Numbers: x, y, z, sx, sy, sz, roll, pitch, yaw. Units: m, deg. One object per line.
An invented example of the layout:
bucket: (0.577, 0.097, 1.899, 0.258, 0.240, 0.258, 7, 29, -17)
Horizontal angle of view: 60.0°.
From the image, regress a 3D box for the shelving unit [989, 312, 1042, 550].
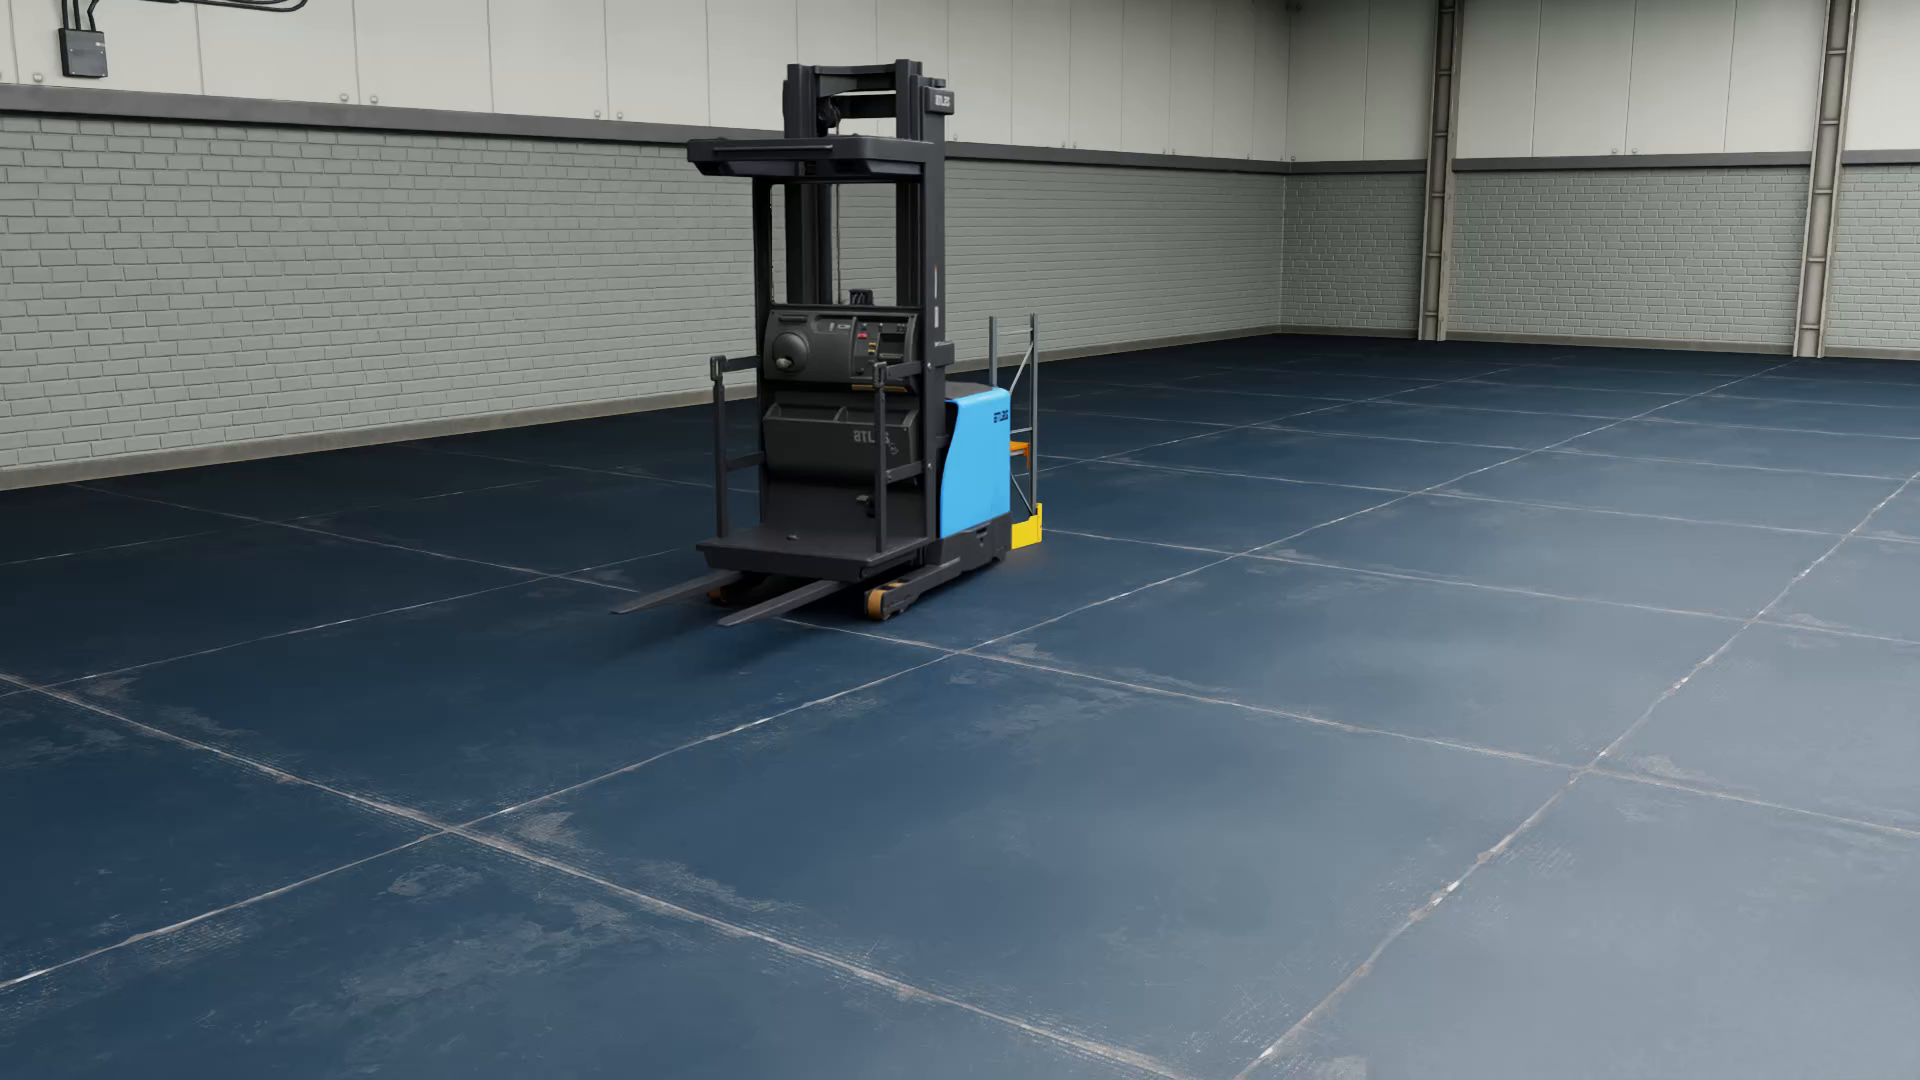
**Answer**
shelving unit: (-0.061, -0.745, 10.932, 1.083, 1.500, 0.587, 8, 13, 36)

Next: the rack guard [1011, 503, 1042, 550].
rack guard: (0.340, -0.075, 10.761, 0.087, 0.250, 0.587, 8, 13, 36)

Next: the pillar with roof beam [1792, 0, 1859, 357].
pillar with roof beam: (10.579, -6.603, 21.467, 0.400, 9.000, 9.100, 8, 13, 36)

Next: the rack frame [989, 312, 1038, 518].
rack frame: (0.341, -0.689, 10.641, 0.032, 1.500, 0.500, 8, 13, 36)

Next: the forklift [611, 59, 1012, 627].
forklift: (-0.756, -1.107, 9.034, 1.130, 2.935, 3.031, 5, 12, 24)

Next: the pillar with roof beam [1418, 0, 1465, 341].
pillar with roof beam: (5.743, -7.277, 24.953, 0.400, 9.000, 9.100, 8, 13, 36)

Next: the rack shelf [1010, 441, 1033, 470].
rack shelf: (-0.069, -0.569, 10.971, 1.000, 0.185, 0.538, 8, 13, 36)

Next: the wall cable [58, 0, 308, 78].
wall cable: (-6.314, -6.769, 13.372, 0.169, 6.003, 2.305, 8, 13, 36)
